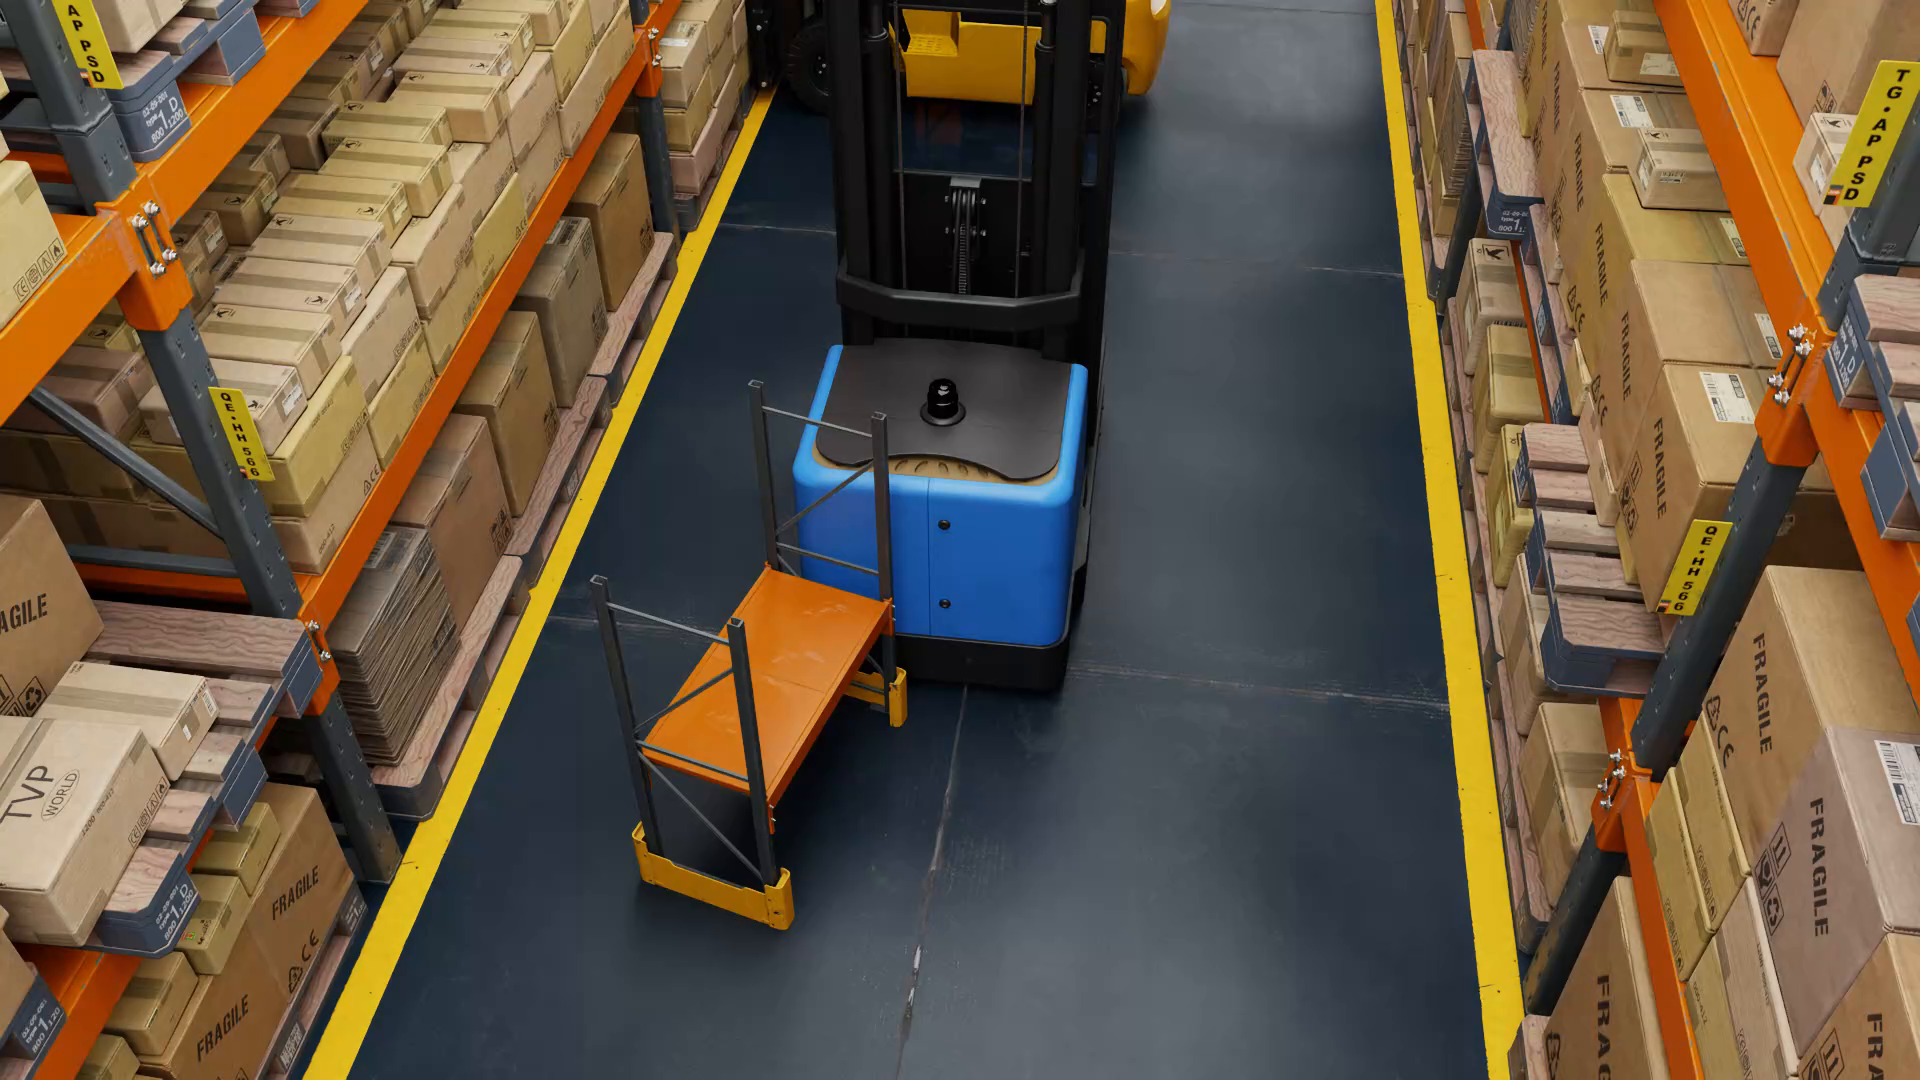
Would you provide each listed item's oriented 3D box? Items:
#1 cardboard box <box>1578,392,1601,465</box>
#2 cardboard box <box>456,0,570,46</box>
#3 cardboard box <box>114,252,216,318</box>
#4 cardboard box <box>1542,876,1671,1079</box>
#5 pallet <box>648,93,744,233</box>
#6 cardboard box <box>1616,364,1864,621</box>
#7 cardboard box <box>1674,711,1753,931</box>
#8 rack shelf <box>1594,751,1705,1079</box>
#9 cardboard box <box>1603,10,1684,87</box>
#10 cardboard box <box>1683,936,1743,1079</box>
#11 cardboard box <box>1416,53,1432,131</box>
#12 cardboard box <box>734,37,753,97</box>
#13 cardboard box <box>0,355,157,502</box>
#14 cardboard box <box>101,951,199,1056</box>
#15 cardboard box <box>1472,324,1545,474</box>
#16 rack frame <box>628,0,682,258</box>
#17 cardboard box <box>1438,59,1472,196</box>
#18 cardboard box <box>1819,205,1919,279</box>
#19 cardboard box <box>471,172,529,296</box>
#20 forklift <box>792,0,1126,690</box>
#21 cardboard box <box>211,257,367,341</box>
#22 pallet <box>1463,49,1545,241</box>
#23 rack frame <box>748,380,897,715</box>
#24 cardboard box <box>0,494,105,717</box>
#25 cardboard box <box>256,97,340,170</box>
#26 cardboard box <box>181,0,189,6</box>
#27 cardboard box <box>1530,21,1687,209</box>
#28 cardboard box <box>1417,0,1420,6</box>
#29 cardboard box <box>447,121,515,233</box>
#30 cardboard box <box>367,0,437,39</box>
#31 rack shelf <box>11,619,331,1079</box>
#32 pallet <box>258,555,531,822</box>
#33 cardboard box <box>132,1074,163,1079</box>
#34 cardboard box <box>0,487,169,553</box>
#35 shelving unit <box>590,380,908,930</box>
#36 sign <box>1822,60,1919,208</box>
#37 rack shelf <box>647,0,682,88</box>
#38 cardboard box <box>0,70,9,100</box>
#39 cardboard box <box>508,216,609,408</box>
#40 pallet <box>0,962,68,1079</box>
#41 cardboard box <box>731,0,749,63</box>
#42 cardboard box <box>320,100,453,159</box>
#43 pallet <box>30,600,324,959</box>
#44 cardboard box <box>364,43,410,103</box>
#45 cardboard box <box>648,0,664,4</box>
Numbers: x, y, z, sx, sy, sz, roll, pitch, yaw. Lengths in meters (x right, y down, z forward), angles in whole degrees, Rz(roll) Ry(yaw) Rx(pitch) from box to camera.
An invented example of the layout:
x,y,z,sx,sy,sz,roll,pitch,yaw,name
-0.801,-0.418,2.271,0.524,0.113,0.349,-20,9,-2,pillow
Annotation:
x,y,z,sx,sy,sz,roll,pitch,yaw,name
2.202,-0.334,5.298,0.380,0.149,0.250,3,44,4,cardboard box
-1.823,-2.155,6.799,0.380,0.149,0.250,4,44,4,cardboard box
-2.662,-0.812,5.381,0.380,0.149,0.250,5,44,5,cardboard box
2.224,1.590,4.629,0.875,0.875,0.875,5,44,5,cardboard box
-1.848,-2.192,9.412,1.003,0.211,1.213,5,44,6,pallet
2.182,-0.124,4.605,0.500,0.500,0.500,4,44,4,cardboard box
2.086,0.704,4.070,0.500,0.250,0.500,5,44,5,cardboard box
2.133,2.132,3.340,1.077,0.370,4.000,5,44,6,rack shelf
2.472,-1.712,5.810,0.380,0.149,0.250,8,44,8,cardboard box
2.033,1.225,3.884,0.500,0.250,0.500,4,44,4,cardboard box
2.870,-2.509,9.413,0.500,0.250,0.500,6,44,6,cardboard box
-1.498,-2.819,9.740,0.500,0.250,0.500,6,44,6,cardboard box
-2.739,-0.399,5.235,0.500,0.250,0.500,6,44,6,cardboard box
-2.421,1.303,4.733,0.380,0.149,0.250,4,44,4,cardboard box
2.768,-0.568,7.274,0.950,0.372,0.625,8,44,8,cardboard box
-1.994,-2.667,7.885,1.000,3.000,0.127,5,44,6,rack frame
2.739,-2.072,8.406,0.500,0.500,0.500,5,44,5,cardboard box
2.231,-0.724,3.834,0.380,0.149,0.250,5,44,6,cardboard box
-2.019,-1.214,6.459,0.500,0.250,0.500,7,44,7,cardboard box
0.083,-1.494,6.696,1.130,2.935,3.031,5,44,5,forklift
-2.146,-0.762,5.329,0.380,0.149,0.250,6,44,7,cardboard box
2.681,-1.641,6.941,1.003,0.211,1.213,5,44,6,pallet
-0.480,0.074,6.081,0.500,1.500,0.032,16,46,16,rack frame
-2.746,0.207,4.471,0.500,0.500,0.500,7,44,7,cardboard box
-2.497,-1.501,6.109,0.380,0.149,0.250,6,44,7,cardboard box
-2.186,-1.726,4.259,0.500,0.500,0.500,6,44,6,cardboard box
2.436,-1.544,6.105,0.500,0.500,0.500,5,44,5,cardboard box
3.007,-3.473,9.885,0.500,0.500,0.500,4,44,4,cardboard box
-2.025,-1.395,6.287,0.500,0.250,0.500,6,44,6,cardboard box
-2.388,-2.194,6.841,0.380,0.149,0.250,5,44,5,cardboard box
-2.787,1.684,3.813,1.077,0.370,4.000,5,44,6,rack shelf
-2.375,0.514,6.553,1.003,0.211,1.213,5,44,6,pallet
-2.509,1.819,4.660,0.500,0.500,0.500,7,44,7,cardboard box
-2.717,-0.216,5.405,0.500,0.250,0.500,4,44,5,cardboard box
-0.675,0.404,5.733,0.587,1.500,1.083,16,46,16,shelving unit
1.860,-0.820,3.376,0.100,0.325,0.005,5,44,6,sign
-1.730,-3.769,9.572,1.077,0.370,4.000,5,44,6,rack shelf
-2.275,-0.967,3.511,0.380,0.149,0.250,7,44,7,cardboard box
-2.162,-1.072,7.622,0.875,0.625,0.625,5,44,5,cardboard box
-2.776,1.455,3.671,1.003,0.211,1.213,5,44,6,pallet
-1.482,-2.989,9.556,0.500,0.250,0.500,5,44,5,cardboard box
-2.090,-1.470,6.076,0.380,0.149,0.250,5,44,6,cardboard box
-2.543,0.597,4.577,1.213,0.211,1.003,5,44,6,pallet
-2.471,-1.781,6.695,0.500,0.250,0.500,4,44,5,cardboard box
-1.677,-2.982,8.145,0.500,0.500,0.500,4,44,4,cardboard box
